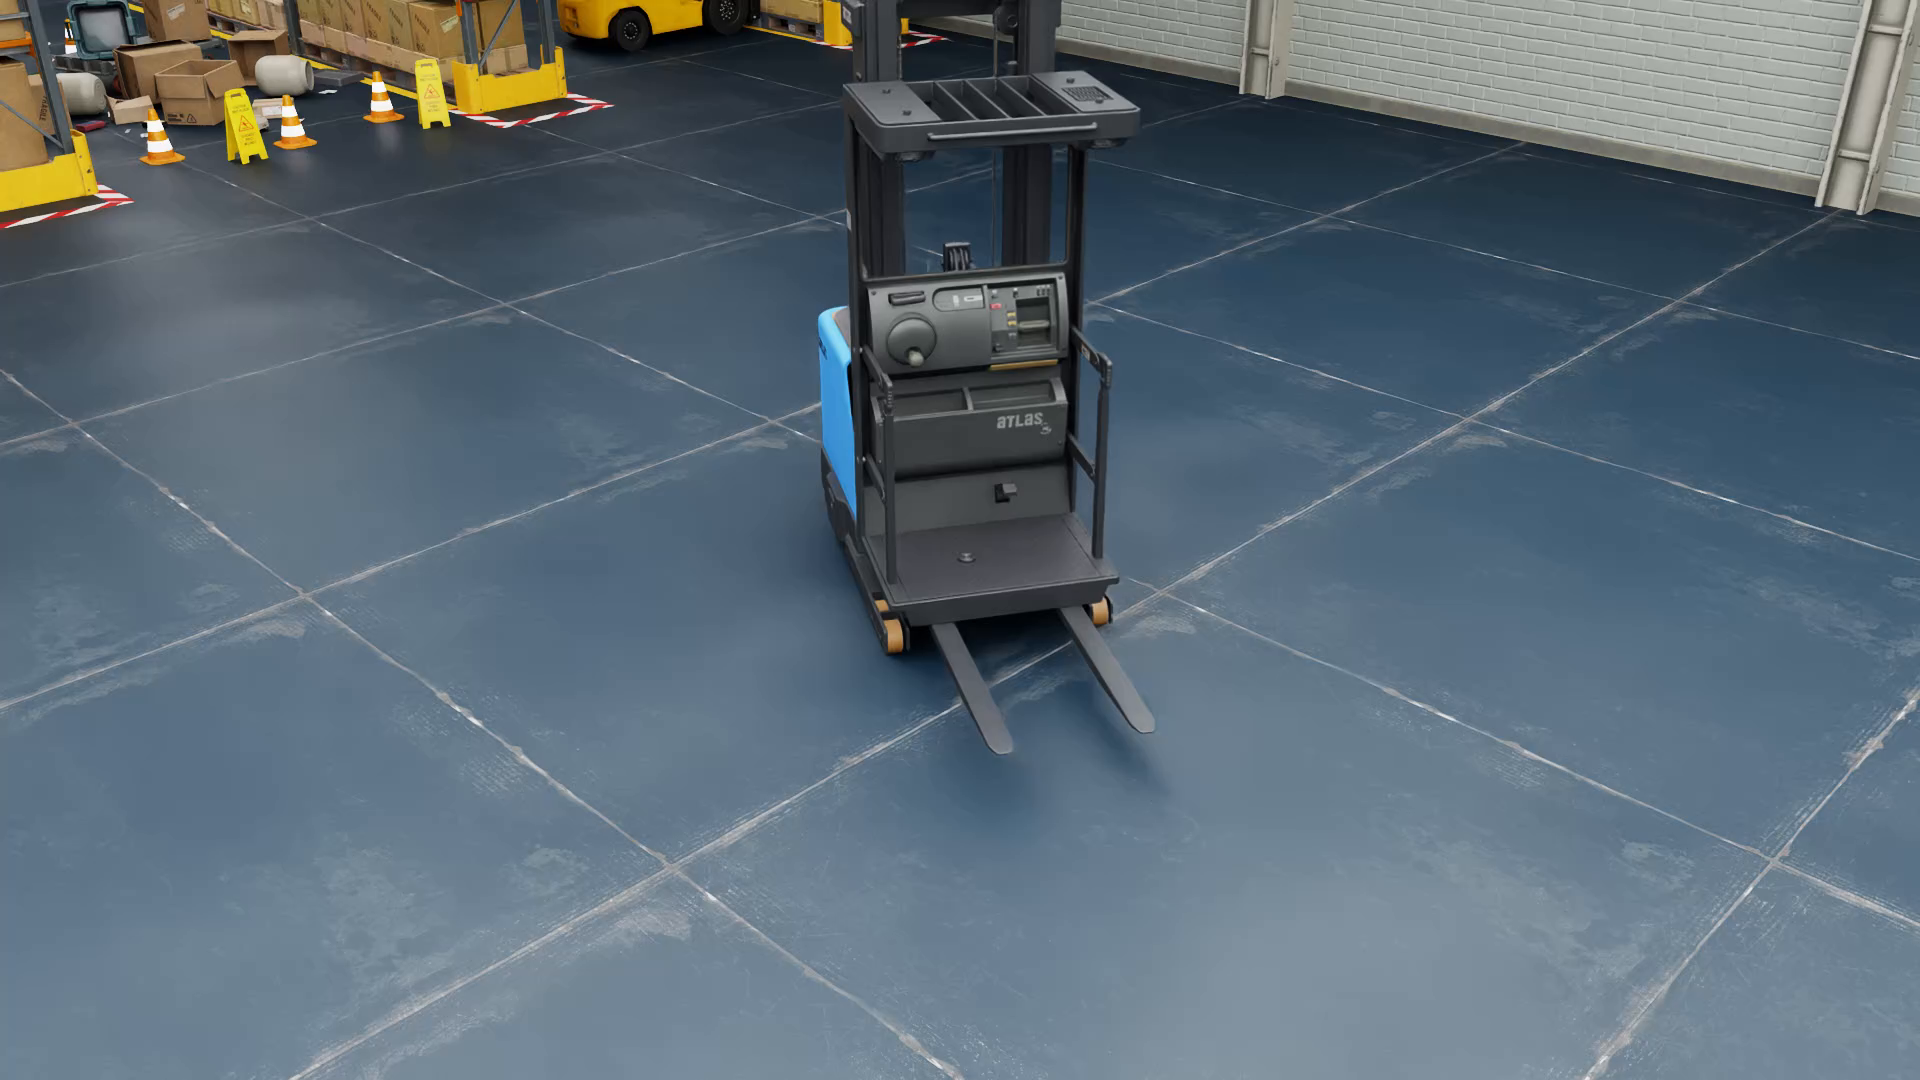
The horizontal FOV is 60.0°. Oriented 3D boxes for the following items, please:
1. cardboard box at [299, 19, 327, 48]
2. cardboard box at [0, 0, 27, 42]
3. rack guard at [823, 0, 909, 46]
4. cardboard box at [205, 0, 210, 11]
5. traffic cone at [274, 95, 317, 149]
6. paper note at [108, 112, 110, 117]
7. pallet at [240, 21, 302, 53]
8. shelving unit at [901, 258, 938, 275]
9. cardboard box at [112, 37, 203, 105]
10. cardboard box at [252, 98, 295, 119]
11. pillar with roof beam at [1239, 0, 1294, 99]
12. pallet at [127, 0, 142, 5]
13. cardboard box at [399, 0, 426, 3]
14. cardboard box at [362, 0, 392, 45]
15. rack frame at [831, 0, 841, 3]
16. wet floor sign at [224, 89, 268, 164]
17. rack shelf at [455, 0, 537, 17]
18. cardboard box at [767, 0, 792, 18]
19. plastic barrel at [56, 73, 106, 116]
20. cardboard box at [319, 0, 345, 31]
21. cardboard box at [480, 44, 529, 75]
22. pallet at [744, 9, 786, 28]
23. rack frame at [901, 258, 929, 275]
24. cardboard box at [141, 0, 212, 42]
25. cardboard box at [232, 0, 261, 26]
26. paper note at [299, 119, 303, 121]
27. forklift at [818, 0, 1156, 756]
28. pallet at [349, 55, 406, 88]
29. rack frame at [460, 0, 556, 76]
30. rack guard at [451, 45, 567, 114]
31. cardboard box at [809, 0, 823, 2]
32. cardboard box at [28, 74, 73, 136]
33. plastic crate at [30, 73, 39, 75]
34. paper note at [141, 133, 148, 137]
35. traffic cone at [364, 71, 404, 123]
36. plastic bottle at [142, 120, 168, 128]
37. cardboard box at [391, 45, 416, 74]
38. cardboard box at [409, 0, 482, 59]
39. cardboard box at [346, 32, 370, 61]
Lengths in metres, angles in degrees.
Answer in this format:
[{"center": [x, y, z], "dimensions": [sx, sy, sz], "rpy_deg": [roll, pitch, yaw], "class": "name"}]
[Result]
[{"center": [-7.265, -5.895, 19.242], "dimensions": [0.500, 0.250, 0.500], "rpy_deg": [23, 35, 36], "class": "cardboard box"}, {"center": [-8.339, -4.400, 13.734], "dimensions": [0.550, 0.550, 0.875], "rpy_deg": [25, 36, 38], "class": "cardboard box"}, {"center": [-1.150, -6.438, 20.456], "dimensions": [0.348, 0.500, 1.175], "rpy_deg": [25, 36, 38], "class": "rack guard"}, {"center": [-9.421, -7.111, 21.422], "dimensions": [0.625, 0.372, 0.950], "rpy_deg": [24, 36, 37], "class": "cardboard box"}, {"center": [-6.391, -4.013, 15.885], "dimensions": [0.334, 0.463, 0.336], "rpy_deg": [25, 36, 38], "class": "traffic cone"}, {"center": [-8.644, -4.379, 17.054], "dimensions": [0.172, 0.023, 0.155], "rpy_deg": [-13, 30, -22], "class": "paper note"}, {"center": [-8.053, -6.228, 20.367], "dimensions": [1.213, 0.211, 1.003], "rpy_deg": [25, 36, 38], "class": "pallet"}, {"center": [-0.251, -0.950, 9.258], "dimensions": [0.258, 1.200, 0.189], "rpy_deg": [-8, 26, -15], "class": "shelving unit"}, {"center": [-8.345, -4.894, 17.370], "dimensions": [0.503, 0.637, 0.797], "rpy_deg": [25, 36, 38], "class": "cardboard box"}, {"center": [-6.995, -4.399, 16.955], "dimensions": [0.380, 0.149, 0.250], "rpy_deg": [-7, 29, -14], "class": "cardboard box"}, {"center": [0.228, -7.347, 13.053], "dimensions": [0.400, 9.000, 9.100], "rpy_deg": [25, 36, 38], "class": "pillar with roof beam"}, {"center": [-10.859, -7.562, 22.904], "dimensions": [1.213, 0.211, 1.003], "rpy_deg": [25, 36, 38], "class": "pallet"}, {"center": [-5.708, -5.764, 17.489], "dimensions": [0.380, 0.149, 0.250], "rpy_deg": [-24, 36, -38], "class": "cardboard box"}, {"center": [-6.128, -5.715, 18.093], "dimensions": [0.500, 0.500, 0.500], "rpy_deg": [24, 36, 37], "class": "cardboard box"}, {"center": [-1.167, -7.552, 19.889], "dimensions": [0.127, 3.000, 1.000], "rpy_deg": [25, 36, 38], "class": "rack frame"}, {"center": [-6.634, -3.833, 15.347], "dimensions": [0.232, 0.644, 0.267], "rpy_deg": [18, 33, 30], "class": "wet floor sign"}, {"center": [-6.071, -6.237, 18.162], "dimensions": [4.000, 0.370, 1.077], "rpy_deg": [25, 36, 38], "class": "rack shelf"}, {"center": [-2.072, -6.735, 20.838], "dimensions": [0.500, 0.250, 0.500], "rpy_deg": [25, 36, 38], "class": "cardboard box"}, {"center": [-9.011, -4.531, 16.913], "dimensions": [0.512, 0.421, 0.421], "rpy_deg": [-3, 28, -5], "class": "plastic barrel"}, {"center": [-6.875, -6.056, 18.742], "dimensions": [0.500, 0.500, 0.500], "rpy_deg": [-24, 36, -37], "class": "cardboard box"}, {"center": [-5.026, -5.227, 17.971], "dimensions": [0.500, 0.250, 0.500], "rpy_deg": [24, 36, 38], "class": "cardboard box"}, {"center": [-2.608, -6.951, 21.743], "dimensions": [1.213, 0.211, 1.003], "rpy_deg": [25, 36, 38], "class": "pallet"}, {"center": [-0.277, -0.986, 9.337], "dimensions": [0.240, 1.200, 0.006], "rpy_deg": [-8, 26, -15], "class": "rack frame"}, {"center": [-8.723, -5.837, 18.499], "dimensions": [0.500, 0.500, 0.500], "rpy_deg": [25, 36, 38], "class": "cardboard box"}, {"center": [-8.388, -6.635, 20.518], "dimensions": [0.950, 0.372, 0.625], "rpy_deg": [-23, 35, -36], "class": "cardboard box"}, {"center": [-6.714, -4.237, 16.775], "dimensions": [0.142, 0.019, 0.148], "rpy_deg": [12, 30, 22], "class": "paper note"}, {"center": [0.099, -0.964, 7.434], "dimensions": [1.130, 2.935, 3.031], "rpy_deg": [-7, 28, -13], "class": "forklift"}, {"center": [-6.119, -5.369, 18.733], "dimensions": [1.213, 0.211, 1.003], "rpy_deg": [25, 36, 38], "class": "pallet"}, {"center": [-4.645, -5.903, 16.754], "dimensions": [0.127, 3.000, 1.000], "rpy_deg": [25, 36, 38], "class": "rack frame"}, {"center": [-4.699, -4.822, 17.383], "dimensions": [0.348, 0.500, 1.175], "rpy_deg": [25, 36, 38], "class": "rack guard"}, {"center": [-1.734, -6.797, 20.420], "dimensions": [0.500, 0.250, 0.500], "rpy_deg": [24, 36, 38], "class": "cardboard box"}, {"center": [-9.069, -4.262, 16.315], "dimensions": [0.500, 0.500, 0.500], "rpy_deg": [-18, 33, -31], "class": "cardboard box"}, {"center": [-9.853, -4.692, 17.409], "dimensions": [0.450, 0.188, 0.662], "rpy_deg": [-16, 30, -9], "class": "plastic crate"}, {"center": [-7.941, -3.974, 16.277], "dimensions": [0.144, 0.017, 0.142], "rpy_deg": [-13, 30, -22], "class": "paper note"}, {"center": [-5.856, -4.493, 16.797], "dimensions": [0.334, 0.463, 0.336], "rpy_deg": [25, 36, 38], "class": "traffic cone"}, {"center": [-8.046, -4.143, 16.564], "dimensions": [0.283, 0.061, 0.133], "rpy_deg": [12, 30, 22], "class": "plastic bottle"}, {"center": [-5.773, -5.218, 17.954], "dimensions": [0.500, 0.250, 0.500], "rpy_deg": [25, 37, 39], "class": "cardboard box"}, {"center": [-5.399, -5.379, 17.454], "dimensions": [0.500, 0.500, 0.500], "rpy_deg": [25, 37, 39], "class": "cardboard box"}, {"center": [-6.497, -5.553, 18.590], "dimensions": [0.500, 0.250, 0.500], "rpy_deg": [24, 36, 38], "class": "cardboard box"}]
